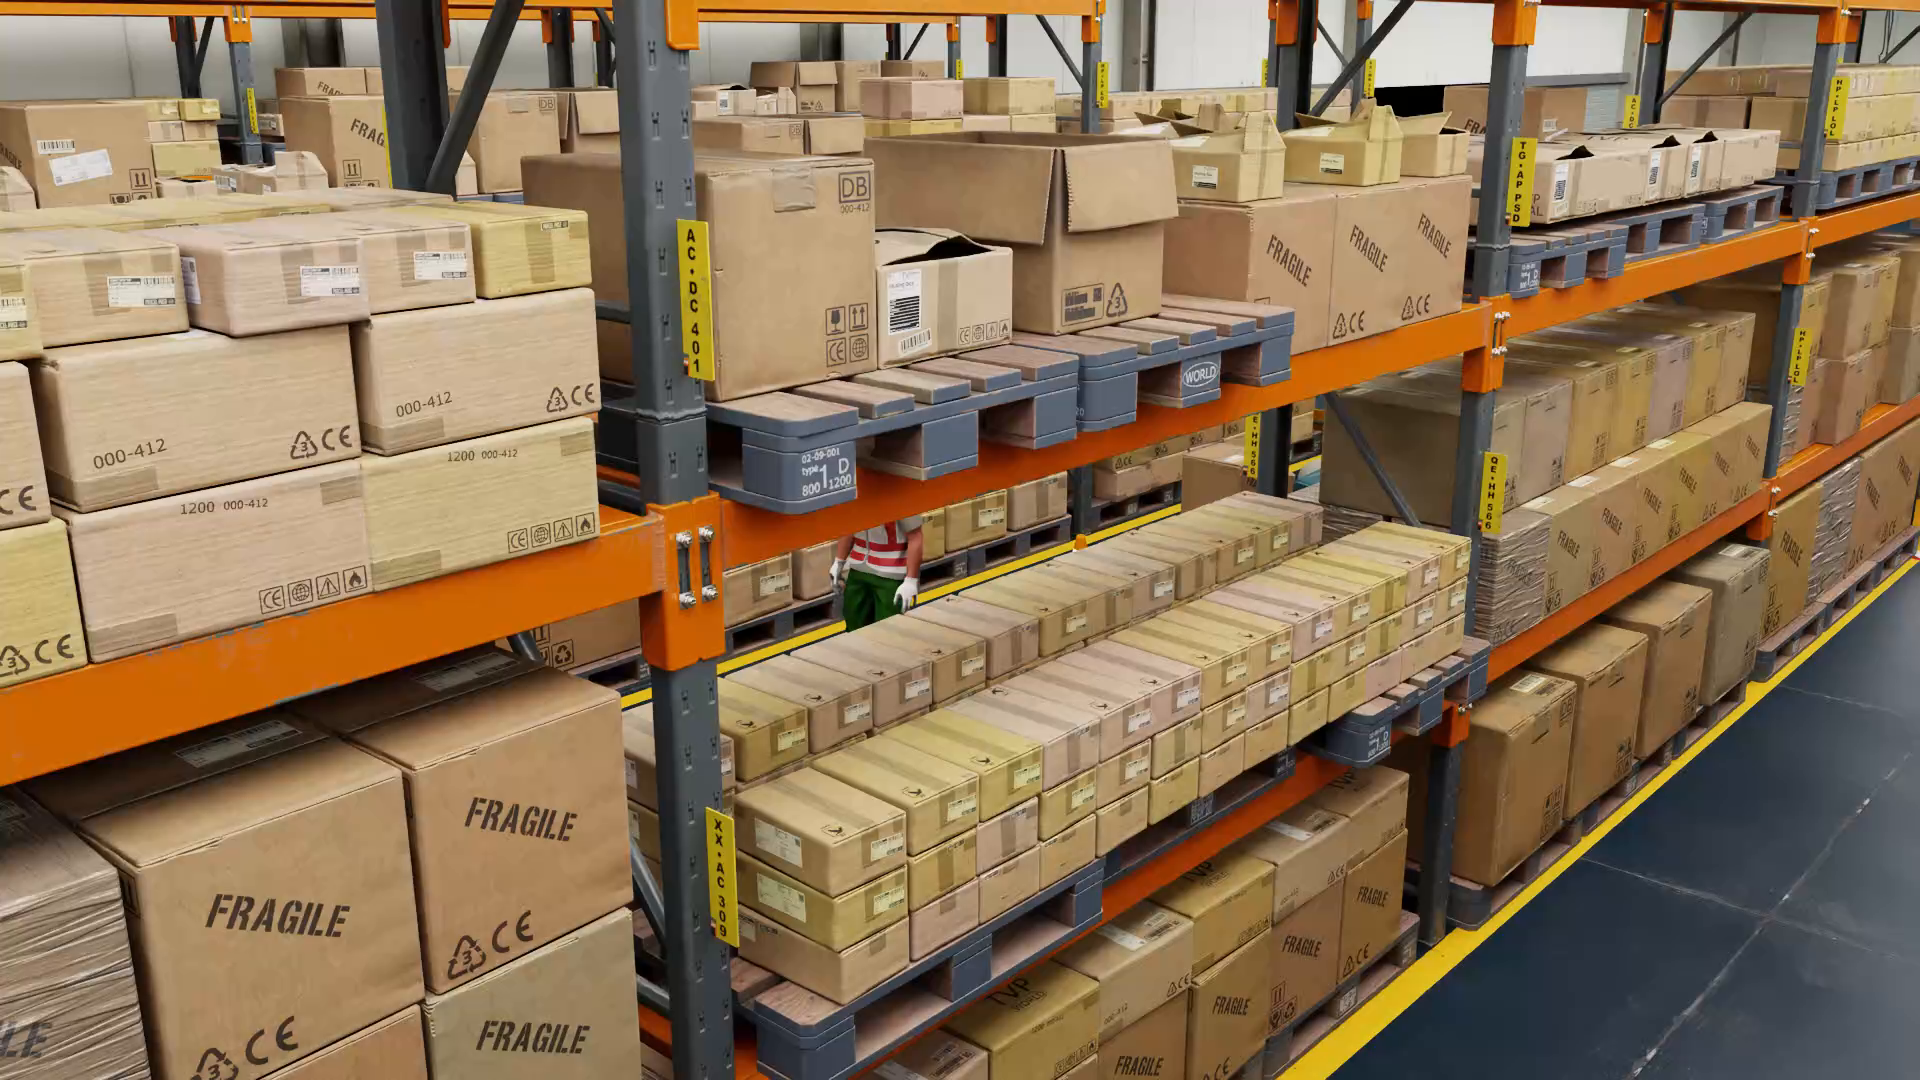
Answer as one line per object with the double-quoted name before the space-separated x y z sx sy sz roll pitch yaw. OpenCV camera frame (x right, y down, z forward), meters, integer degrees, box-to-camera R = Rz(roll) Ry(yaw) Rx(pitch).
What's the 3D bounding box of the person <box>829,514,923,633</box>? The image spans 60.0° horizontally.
"person" -0.471 0.207 9.327 0.623 1.780 0.447 13 21 37
